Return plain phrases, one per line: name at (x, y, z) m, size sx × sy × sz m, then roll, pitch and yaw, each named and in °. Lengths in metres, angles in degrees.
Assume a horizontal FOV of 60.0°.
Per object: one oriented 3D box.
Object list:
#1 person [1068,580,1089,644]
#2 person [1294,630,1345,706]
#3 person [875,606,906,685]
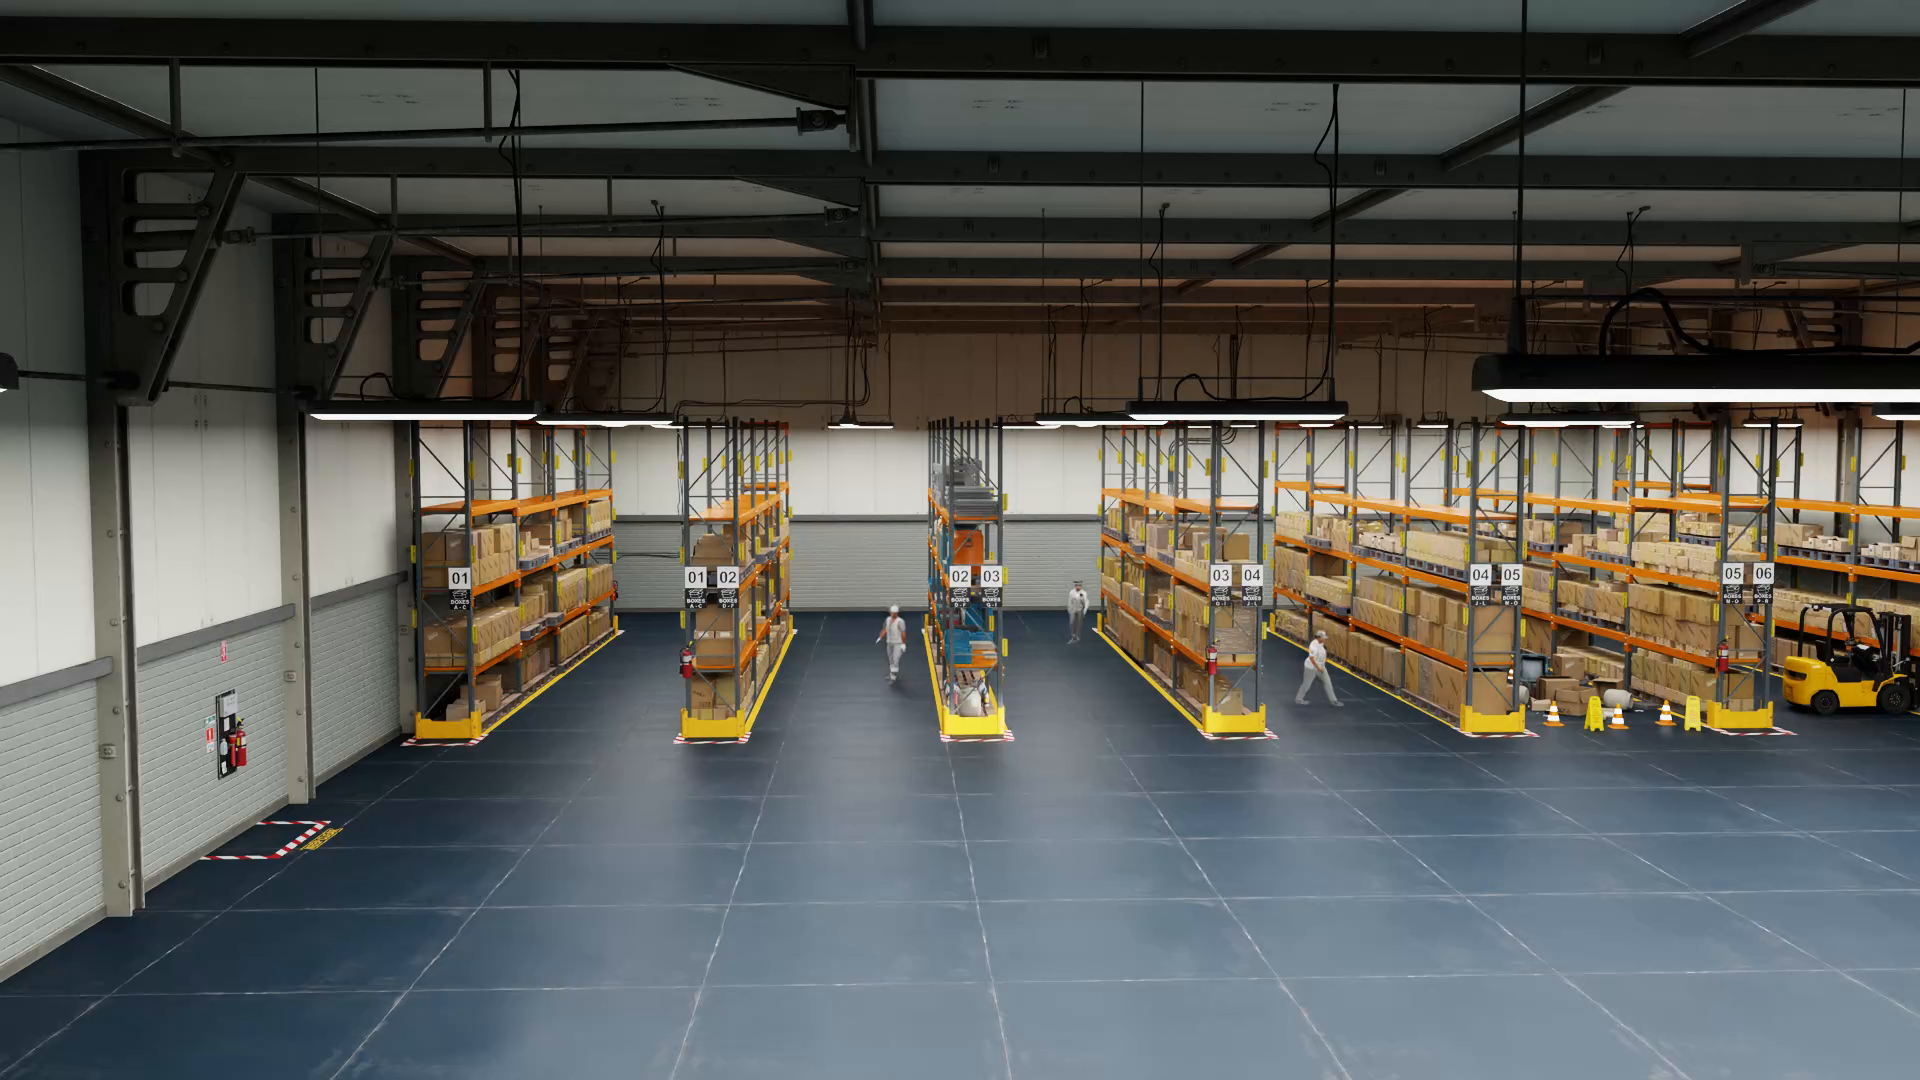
person at (3.038, 1.842, 42.753) m, size 0.591 × 1.656 × 0.703 m, roll 1°, pitch 4°, yaw 10°
person at (7.432, 2.661, 34.553) m, size 0.601 × 1.596 × 1.002 m, roll -3°, pitch 5°, yaw -39°
person at (-1.554, 2.372, 37.918) m, size 0.753 × 1.780 × 0.770 m, roll 3°, pitch 4°, yaw 34°
